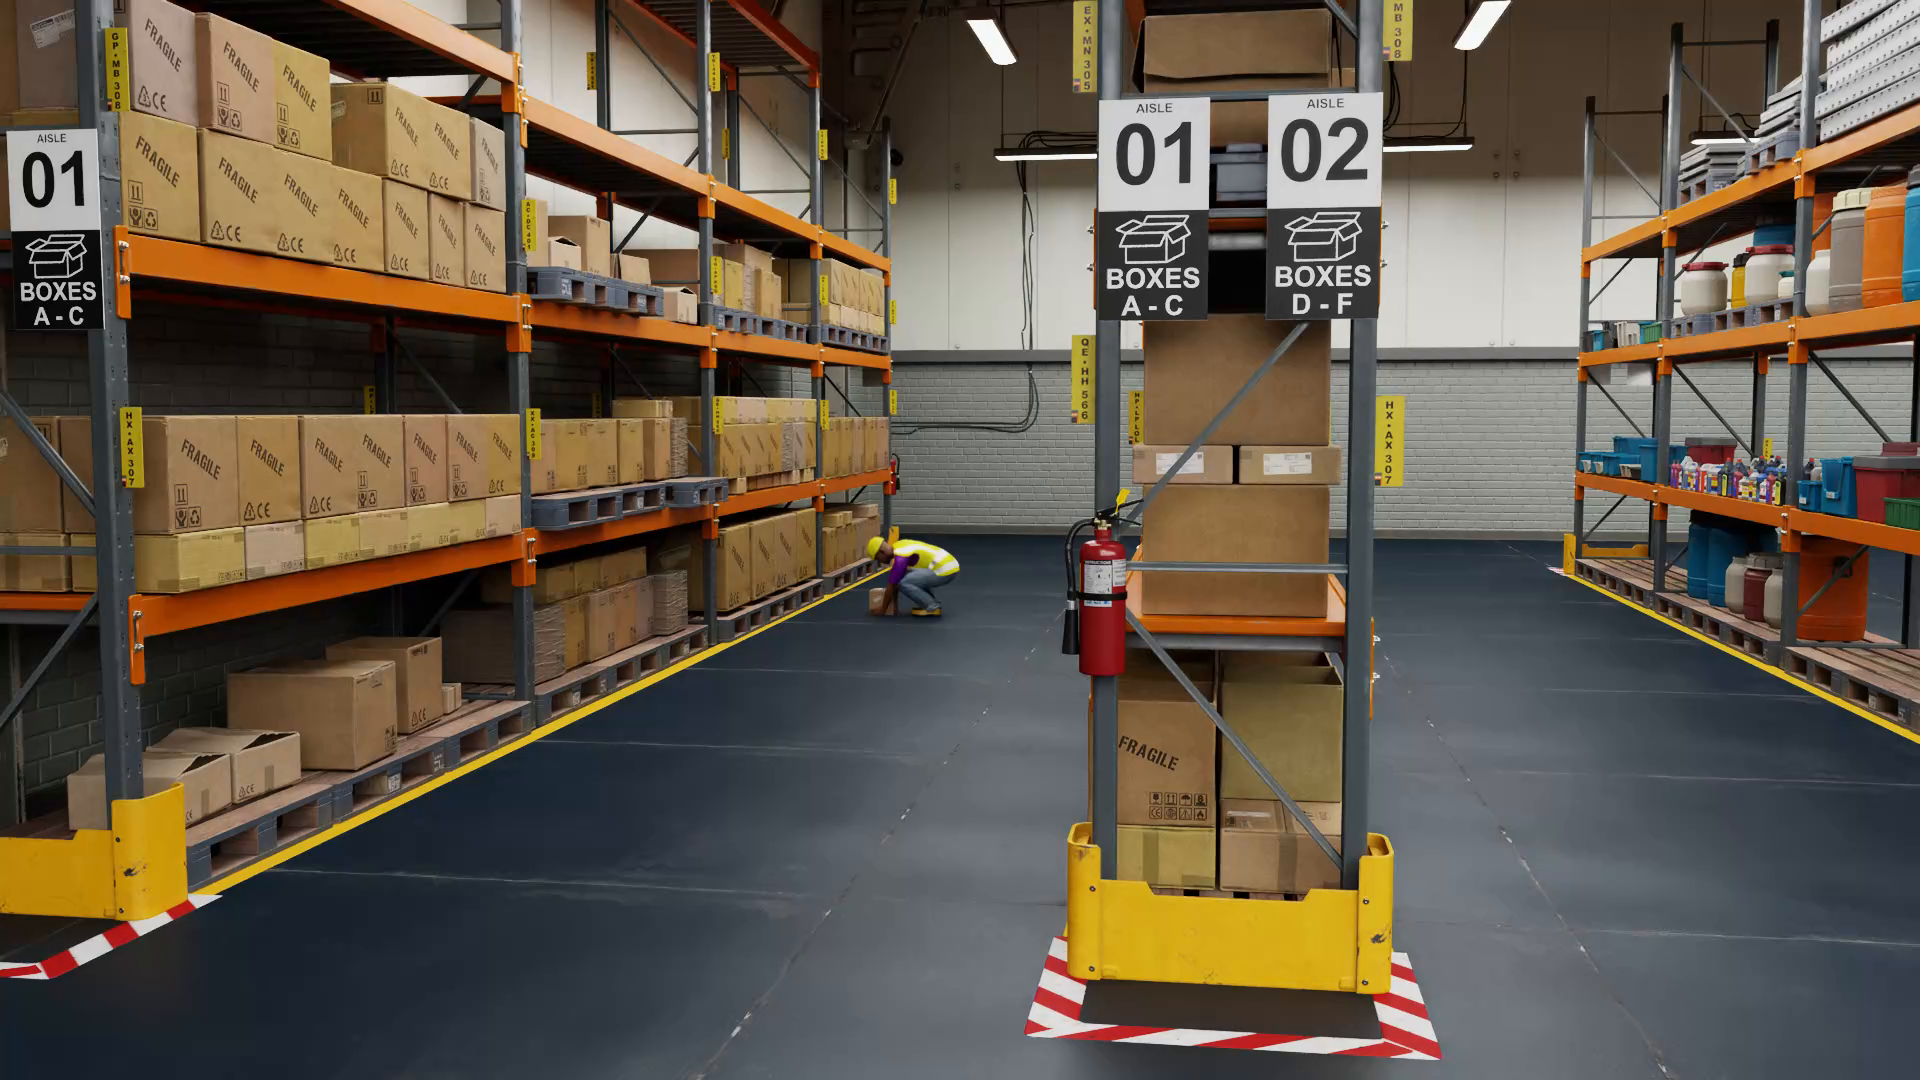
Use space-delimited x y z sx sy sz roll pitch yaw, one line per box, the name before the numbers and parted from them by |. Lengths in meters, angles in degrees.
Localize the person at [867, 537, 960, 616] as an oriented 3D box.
person | -0.485 0.400 17.024 0.944 0.861 0.531 1 4 8
